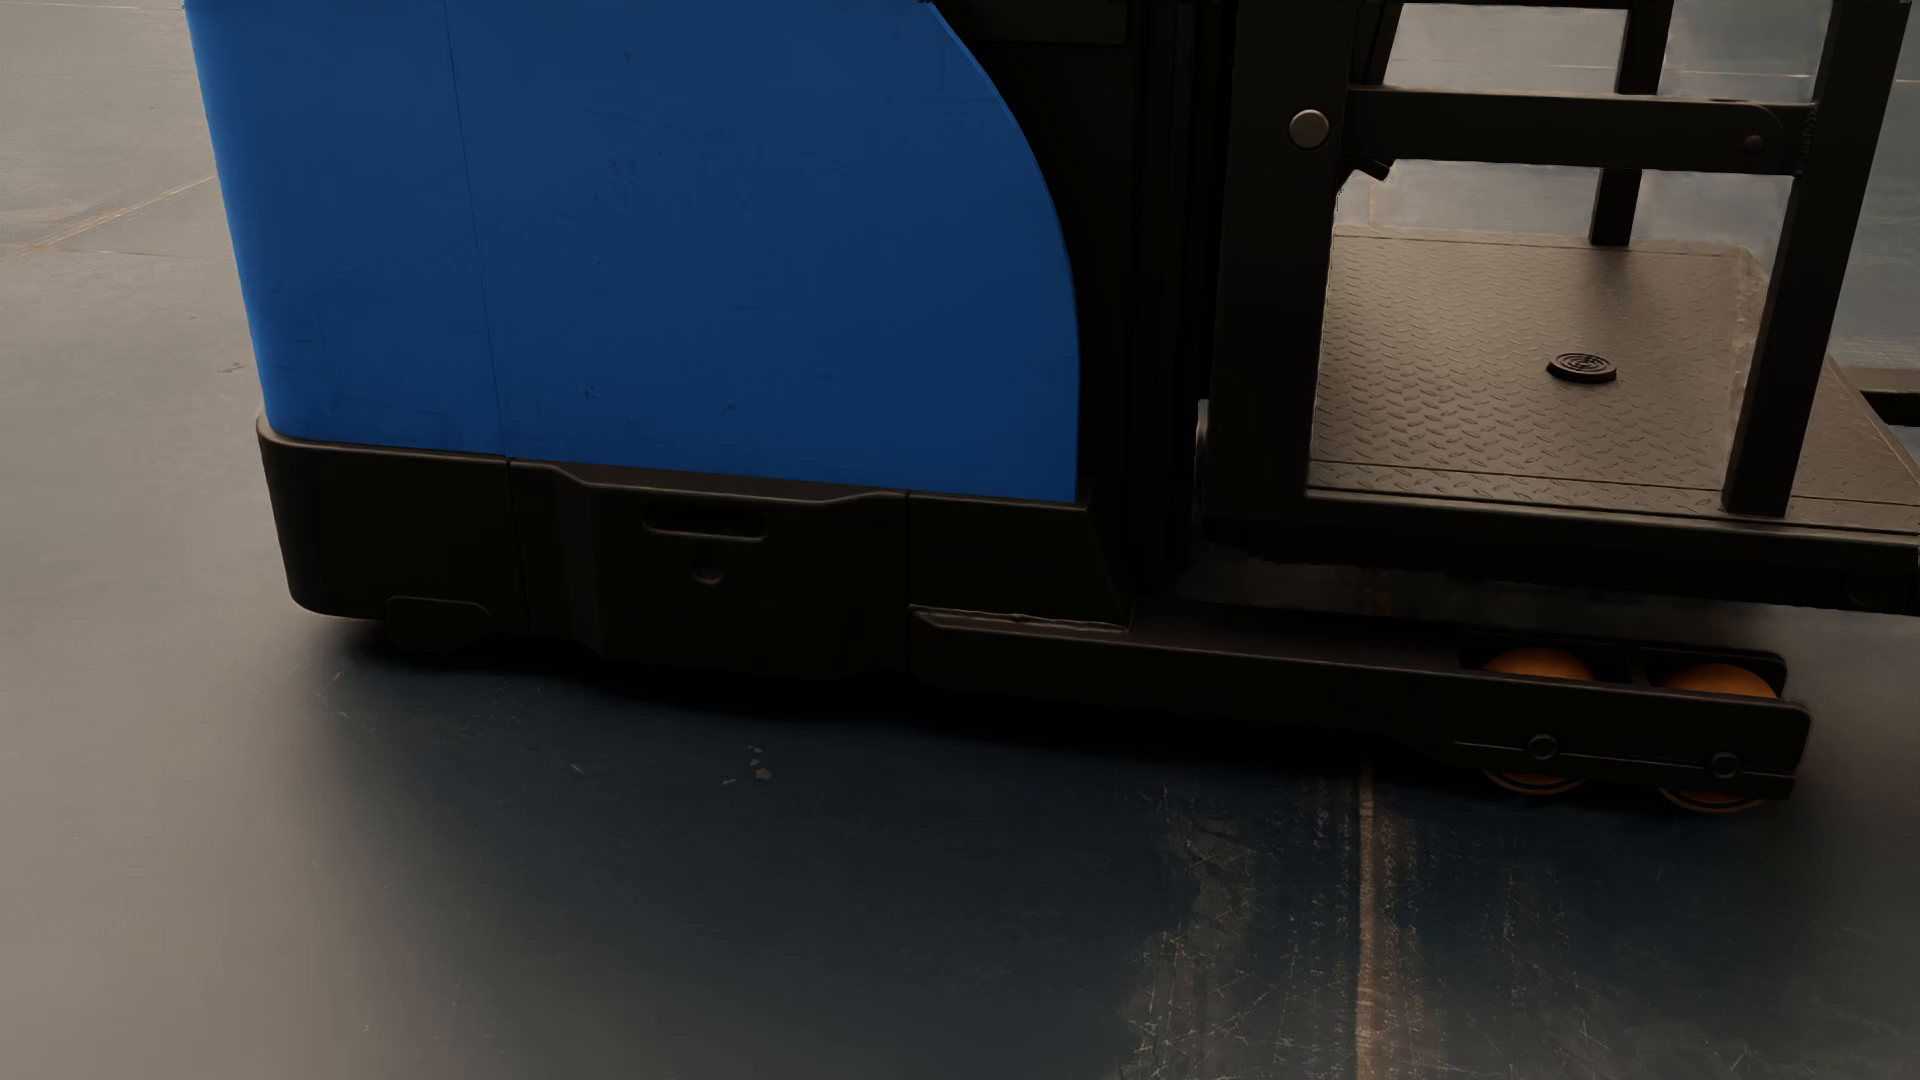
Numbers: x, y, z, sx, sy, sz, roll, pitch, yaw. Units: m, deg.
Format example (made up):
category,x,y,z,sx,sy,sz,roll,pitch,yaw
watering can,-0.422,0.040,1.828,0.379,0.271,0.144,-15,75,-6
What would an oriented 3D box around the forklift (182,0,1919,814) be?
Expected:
category,x,y,z,sx,sy,sz,roll,pitch,yaw
forklift,0.672,-1.259,1.742,3.031,2.935,1.130,5,27,10
